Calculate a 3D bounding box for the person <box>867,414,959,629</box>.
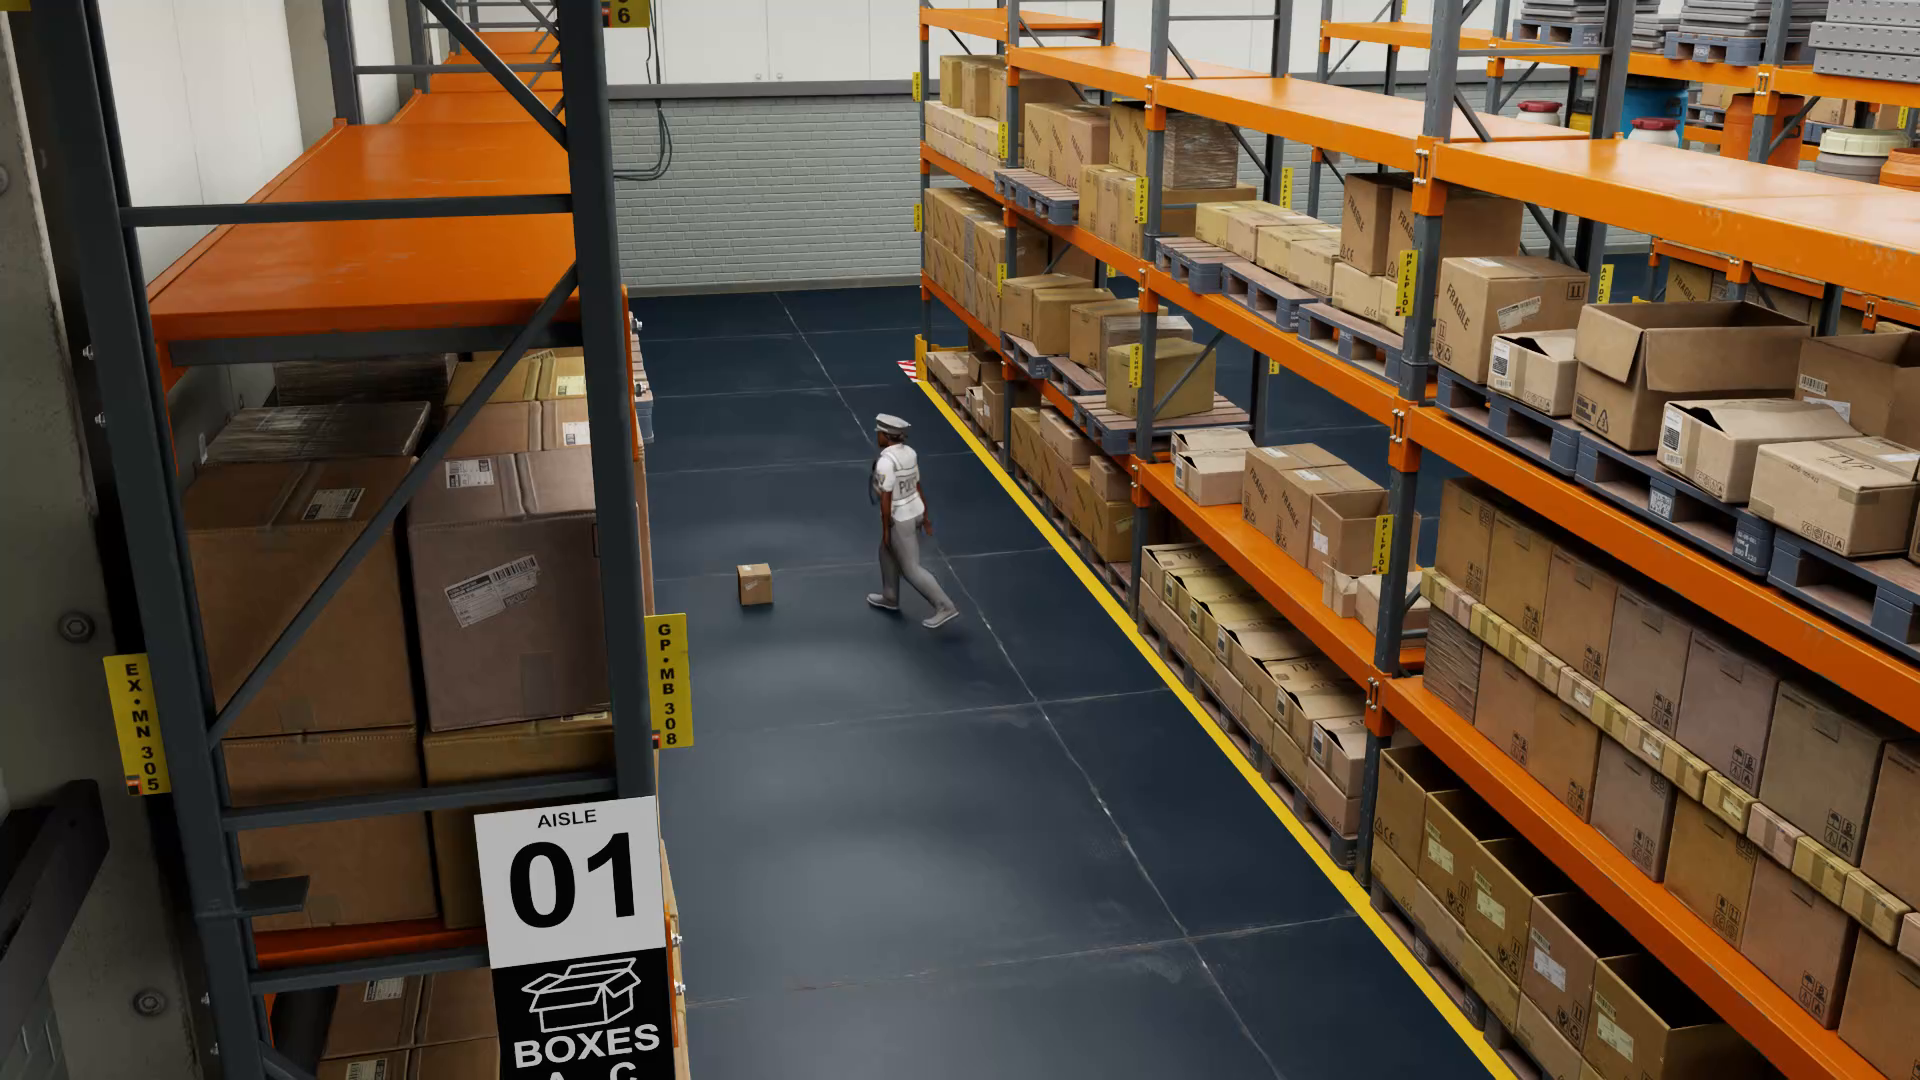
[{"bbox_3d":[-0.391,-0.149,12.780,0.904,1.606,0.510,9,22,24],"label":"person"}]
